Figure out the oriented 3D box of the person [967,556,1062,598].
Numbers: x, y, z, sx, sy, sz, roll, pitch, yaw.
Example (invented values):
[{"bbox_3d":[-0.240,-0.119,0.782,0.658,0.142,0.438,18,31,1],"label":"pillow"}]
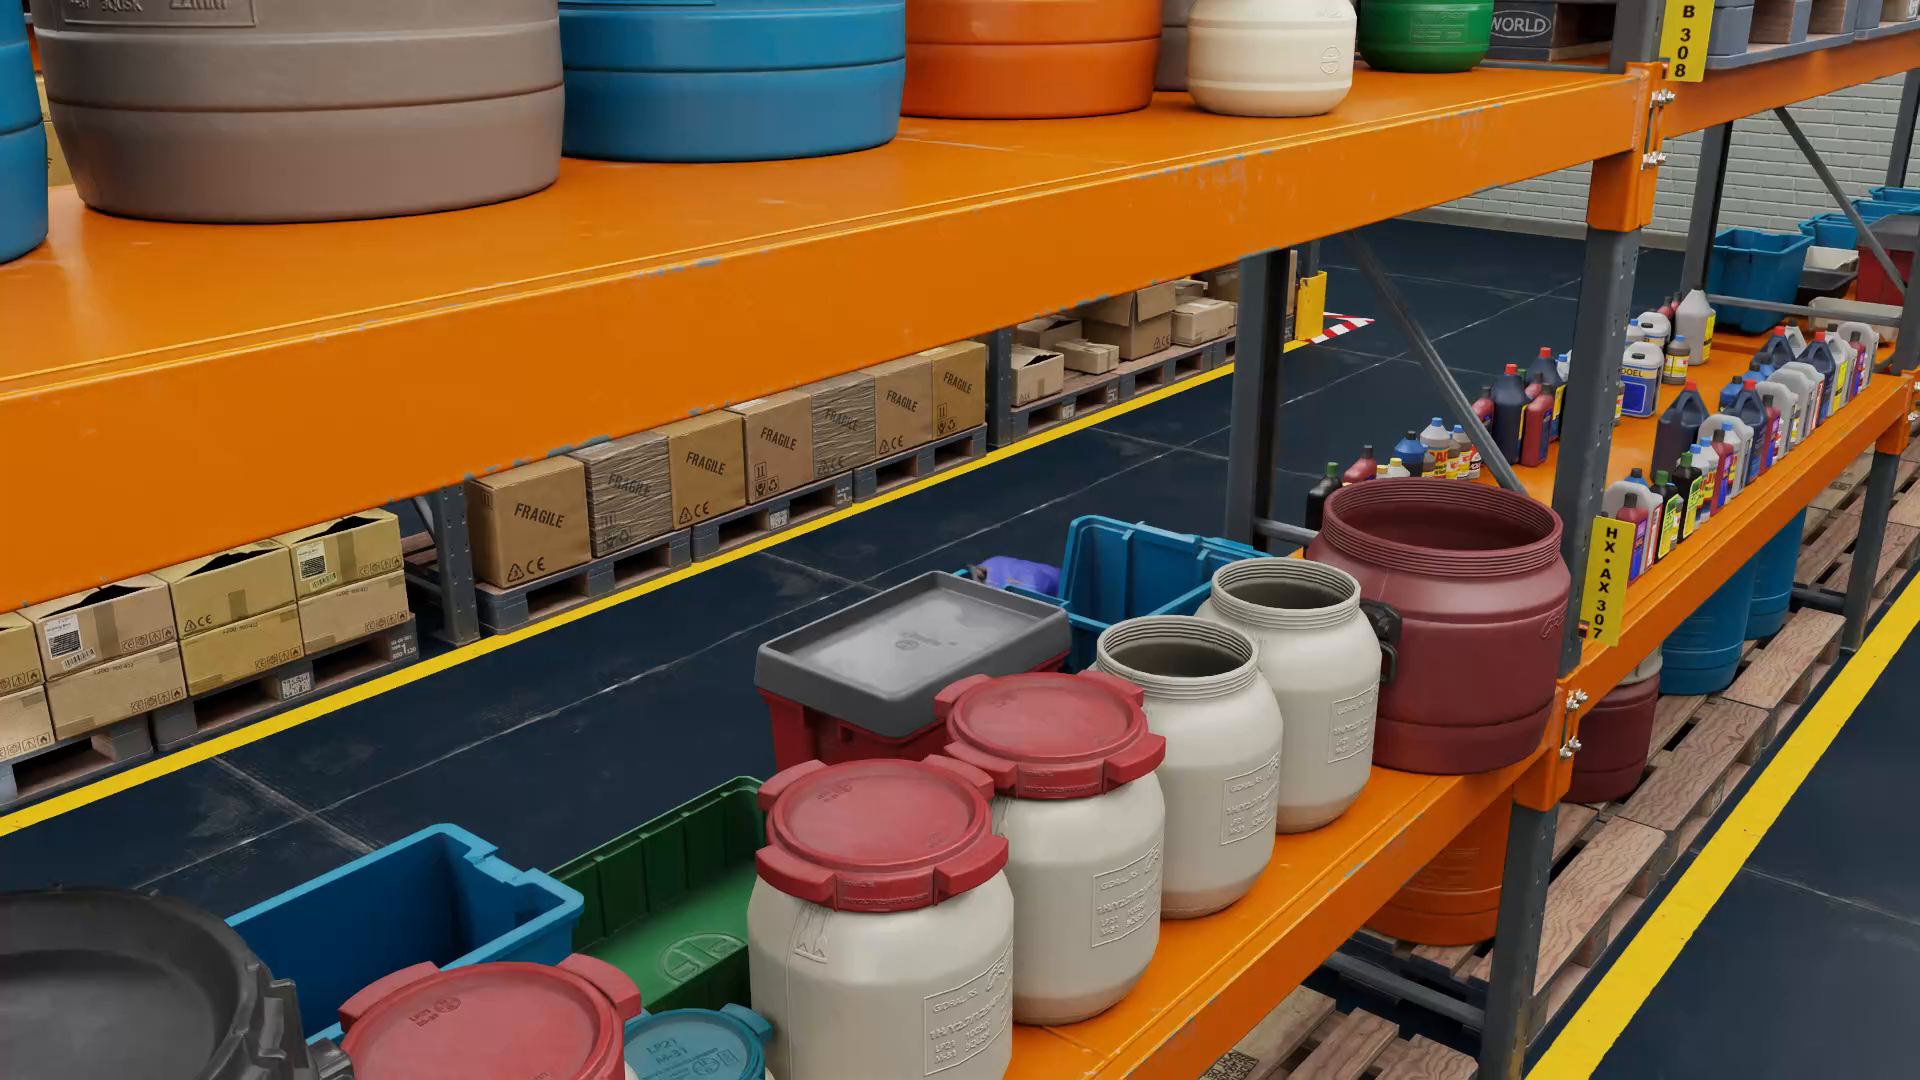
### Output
[{"bbox_3d":[0.188,0.542,5.897,0.447,1.124,0.847,15,25,34],"label":"person"}]
